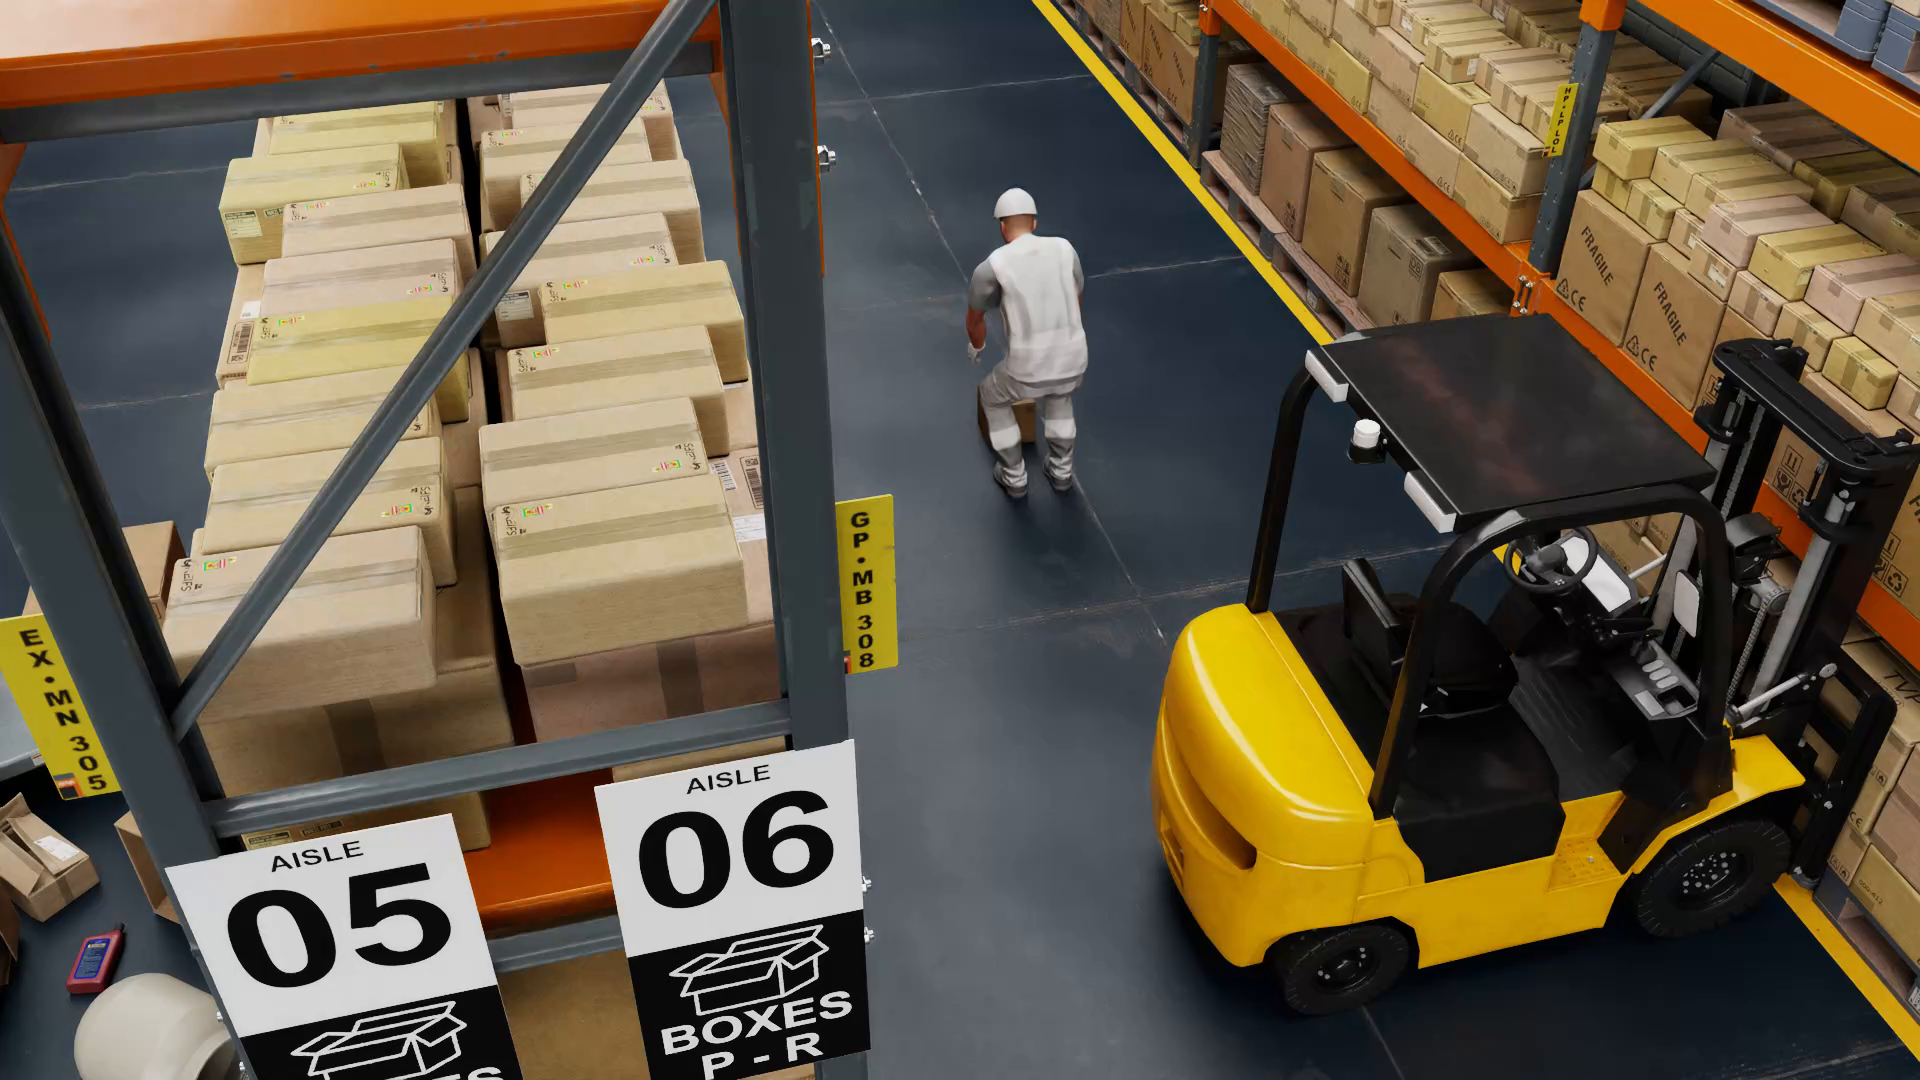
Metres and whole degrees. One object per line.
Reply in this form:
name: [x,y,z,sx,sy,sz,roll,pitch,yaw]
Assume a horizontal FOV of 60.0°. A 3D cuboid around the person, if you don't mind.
person: [0.323,-0.925,8.121,0.581,1.500,0.711,-9,39,-12]
